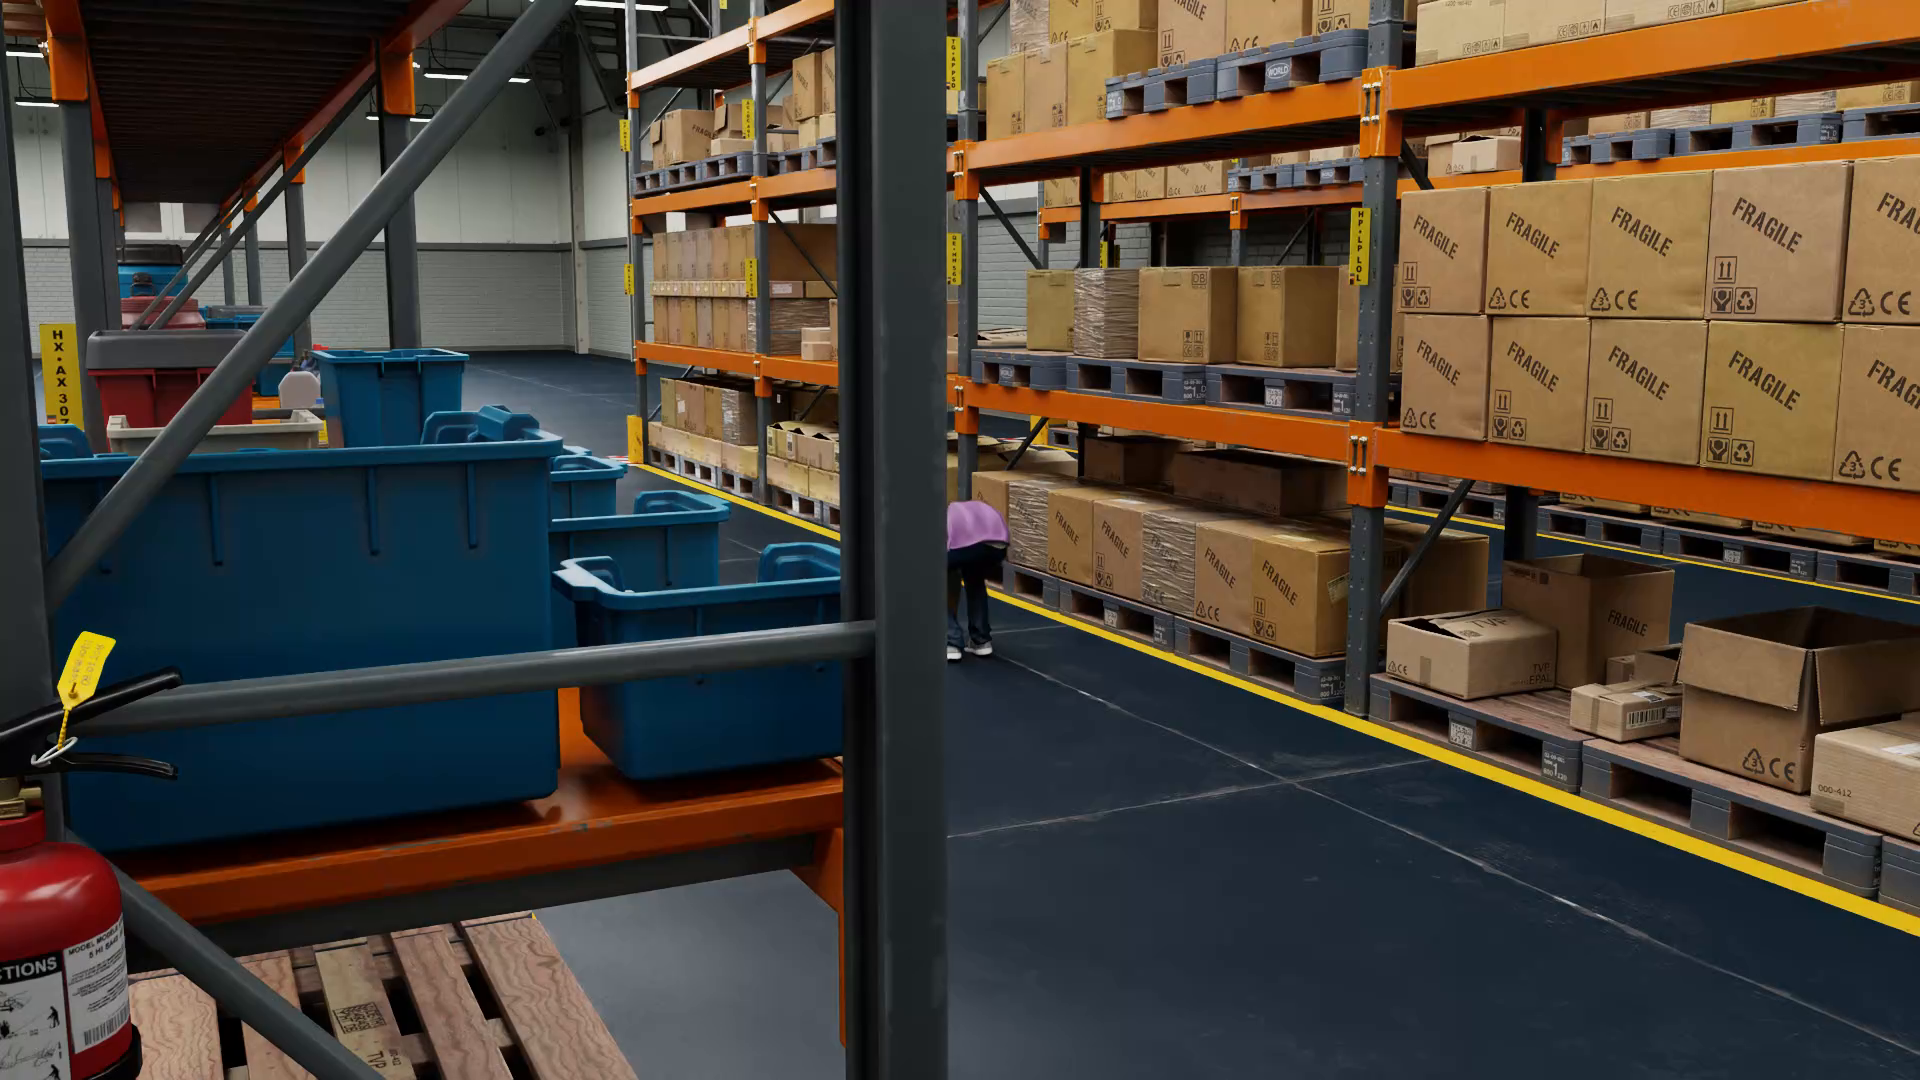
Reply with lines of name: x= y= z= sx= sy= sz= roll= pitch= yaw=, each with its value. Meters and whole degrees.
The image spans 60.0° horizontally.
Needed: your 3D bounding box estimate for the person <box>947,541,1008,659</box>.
person: x=-0.015 y=0.210 z=8.698 sx=0.360 sy=0.782 sz=0.716 roll=-5 pitch=10 yaw=-28
